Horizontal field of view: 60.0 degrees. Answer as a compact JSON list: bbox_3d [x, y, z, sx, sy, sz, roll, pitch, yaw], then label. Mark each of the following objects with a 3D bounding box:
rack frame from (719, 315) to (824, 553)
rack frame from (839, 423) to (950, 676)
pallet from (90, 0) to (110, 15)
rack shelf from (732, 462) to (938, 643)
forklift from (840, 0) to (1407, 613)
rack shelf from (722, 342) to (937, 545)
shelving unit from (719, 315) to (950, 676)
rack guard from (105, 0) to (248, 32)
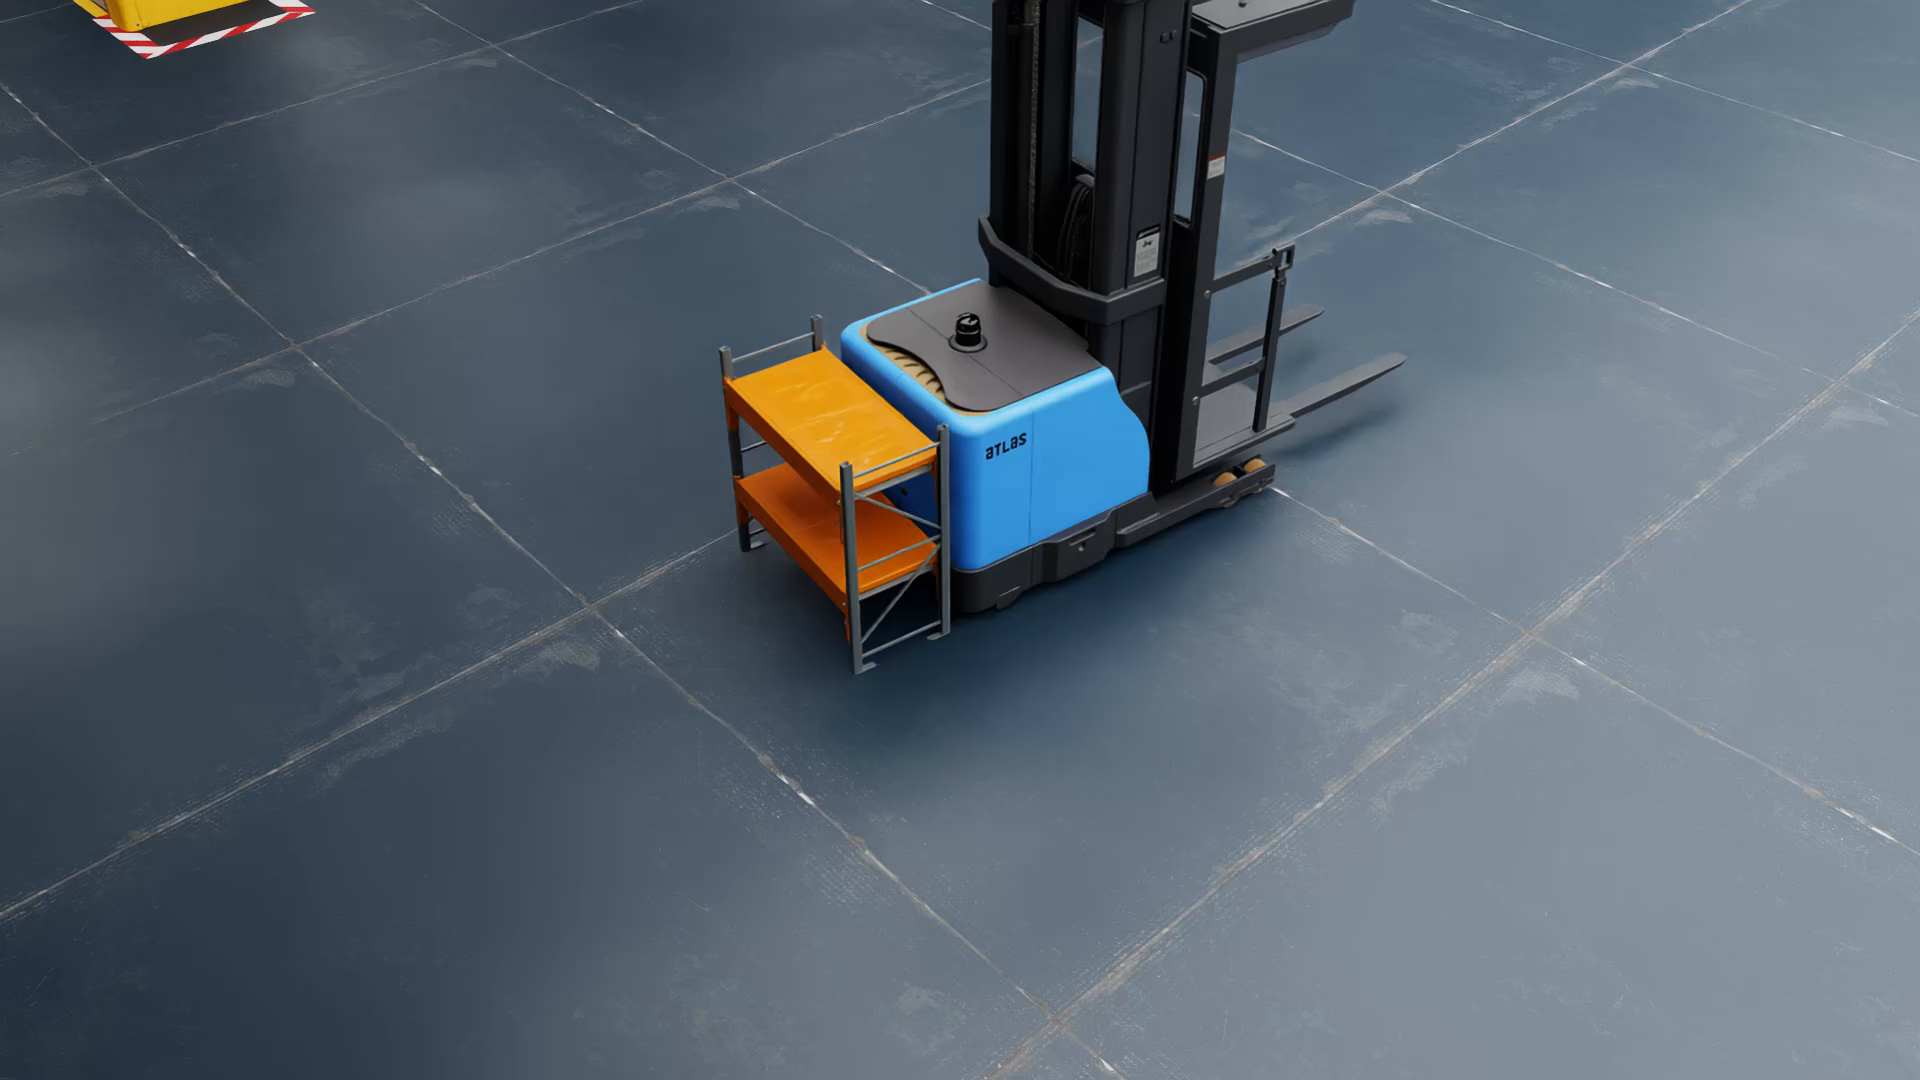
[{"bbox_3d":[-0.829,-0.472,7.647,0.500,1.125,0.032,-23,44,-26],"label":"rack frame"},{"bbox_3d":[-0.260,0.058,6.991,0.500,1.125,0.032,-23,44,-26],"label":"rack frame"},{"bbox_3d":[-6.653,-4.652,13.549,1.003,0.211,1.213,-30,48,-32],"label":"pallet"},{"bbox_3d":[-0.544,-0.017,7.473,0.538,0.278,1.000,-23,44,-26],"label":"rack shelf"},{"bbox_3d":[0.944,-1.550,7.544,3.031,2.935,1.130,-24,45,-27],"label":"forklift"},{"bbox_3d":[-0.544,-0.435,7.135,0.538,0.278,1.000,-23,44,-26],"label":"rack shelf"},{"bbox_3d":[-0.544,-0.207,7.319,0.538,1.125,1.048,-23,44,-26],"label":"shelving unit"},{"bbox_3d":[-6.089,-4.417,13.029,1.175,0.500,0.348,-30,48,-32],"label":"rack guard"}]
